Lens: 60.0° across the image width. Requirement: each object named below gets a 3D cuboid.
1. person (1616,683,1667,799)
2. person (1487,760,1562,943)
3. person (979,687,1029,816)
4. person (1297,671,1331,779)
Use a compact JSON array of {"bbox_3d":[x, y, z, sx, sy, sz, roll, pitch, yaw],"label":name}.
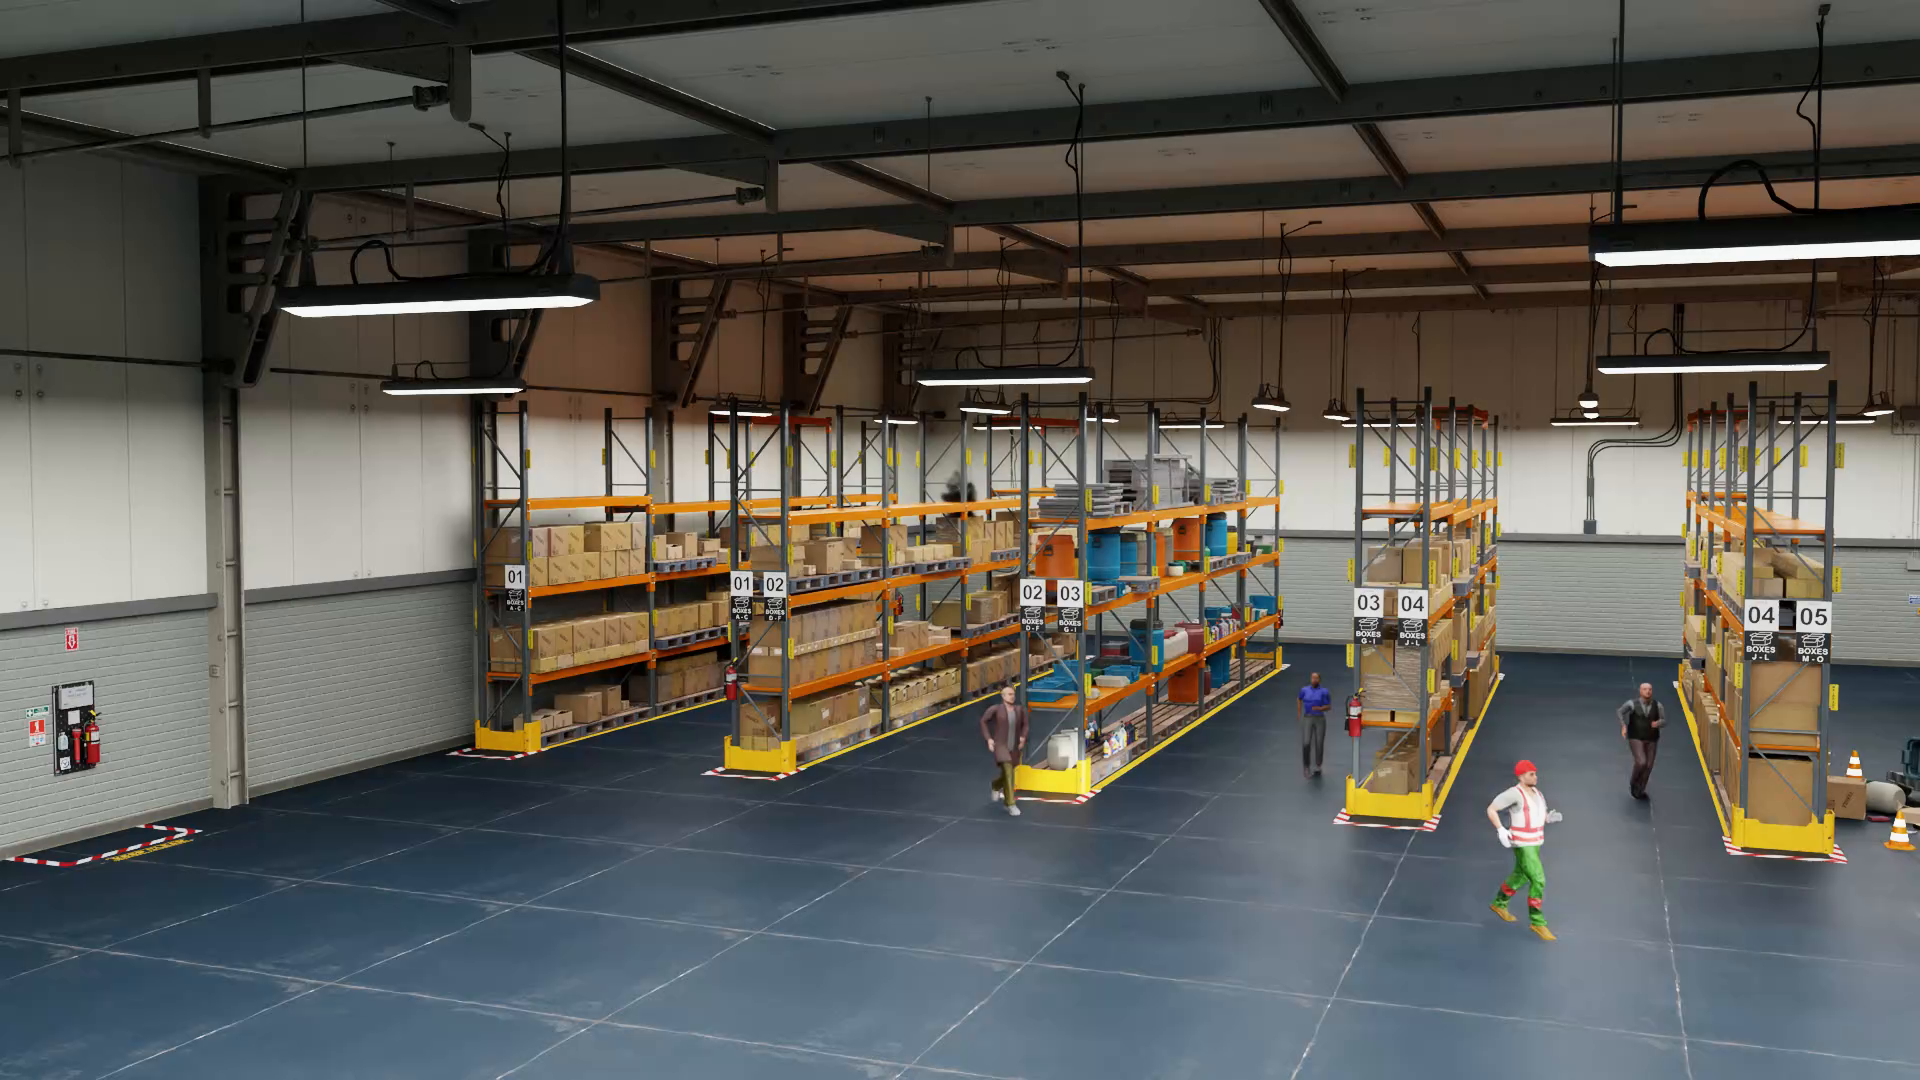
[{"bbox_3d":[10.045,2.952,24.419,0.644,1.699,0.642,0,3,4],"label":"person"},{"bbox_3d":[5.952,3.237,17.547,0.653,1.834,0.840,-3,4,-43],"label":"person"},{"bbox_3d":[0.664,2.979,23.735,0.722,1.768,0.961,-1,3,-26],"label":"person"},{"bbox_3d":[5.563,2.909,26.171,0.543,1.701,0.725,1,3,15],"label":"person"}]
